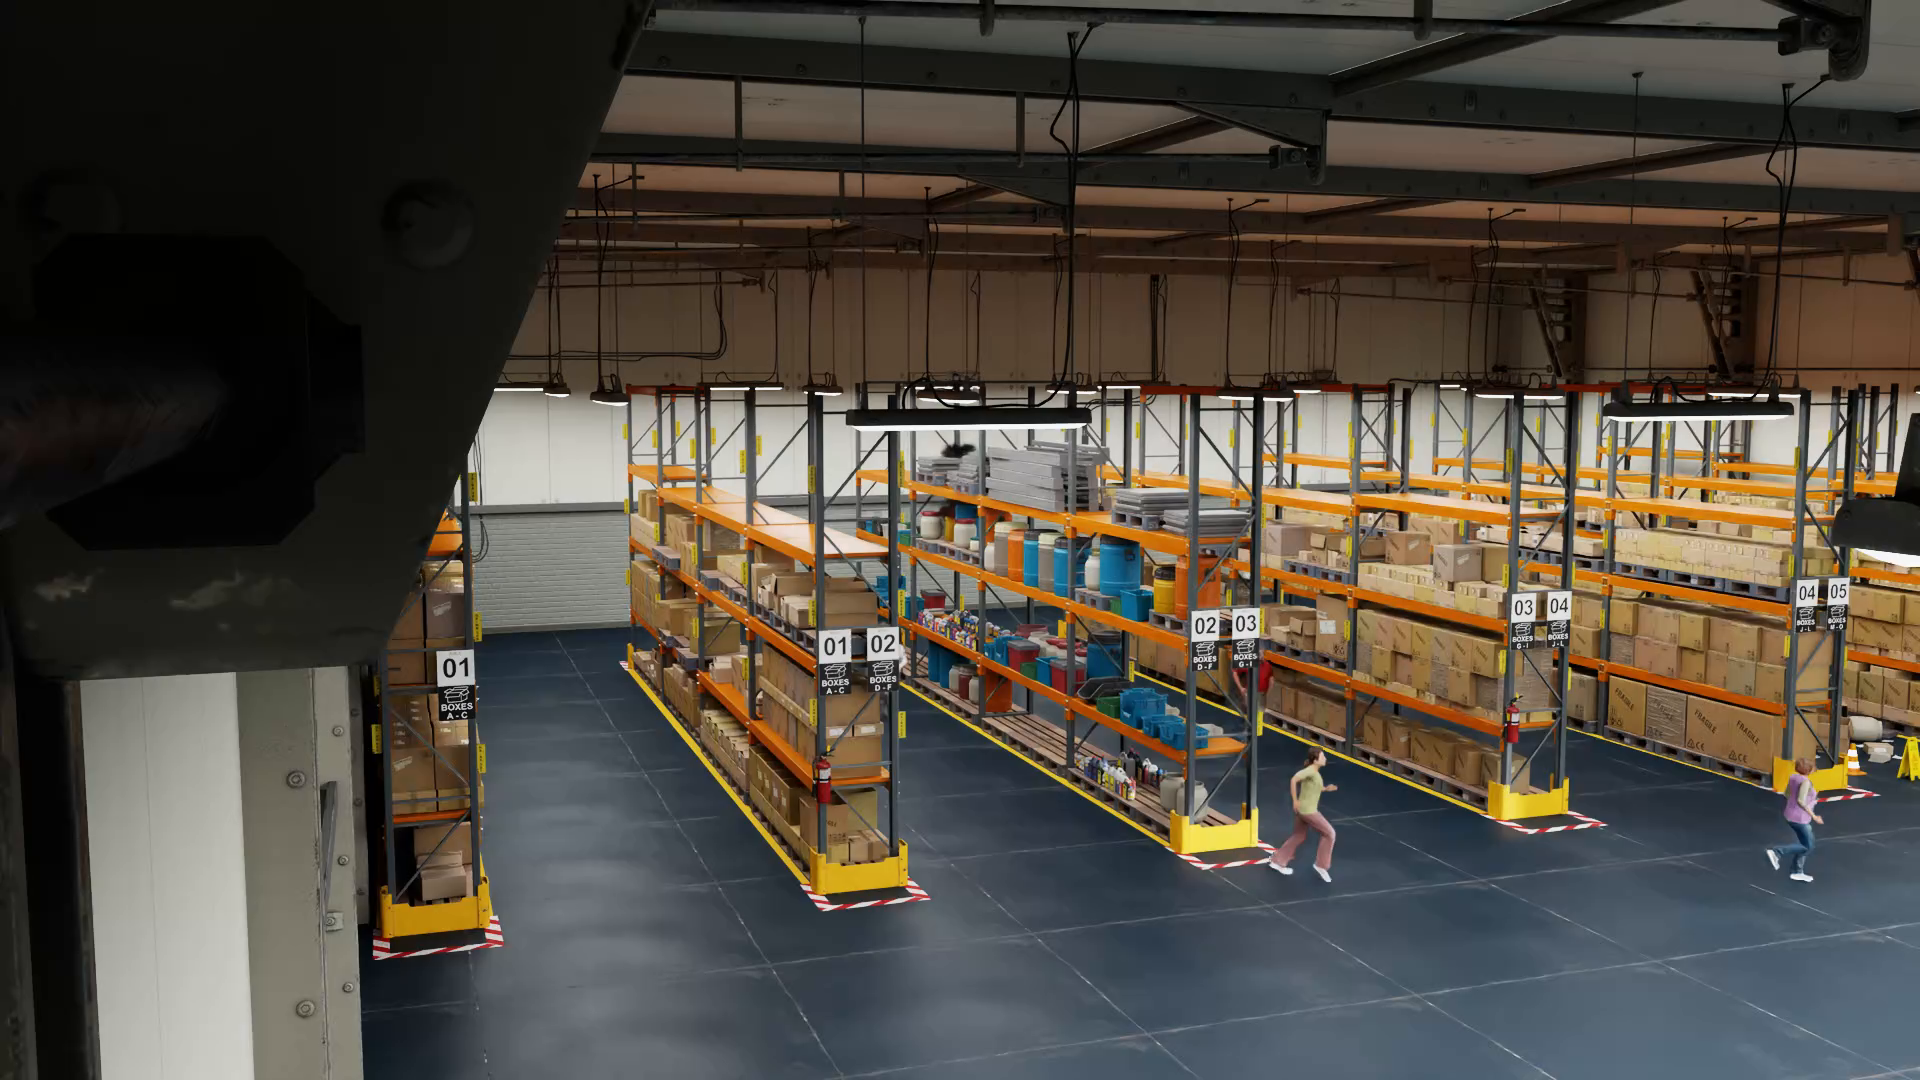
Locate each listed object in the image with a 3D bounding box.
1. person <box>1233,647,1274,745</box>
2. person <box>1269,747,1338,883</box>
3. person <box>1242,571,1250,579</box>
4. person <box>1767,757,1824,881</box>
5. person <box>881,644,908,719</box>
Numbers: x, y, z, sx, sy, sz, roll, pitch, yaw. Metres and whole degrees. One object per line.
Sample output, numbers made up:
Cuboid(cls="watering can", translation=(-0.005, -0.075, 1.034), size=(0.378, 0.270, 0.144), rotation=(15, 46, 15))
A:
Cuboid(cls="person", translation=(4.942, 2.626, 27.692), size=(0.655, 1.692, 0.698), rotation=(-3, 6, -24))
Cuboid(cls="person", translation=(4.245, 3.393, 20.538), size=(0.816, 1.686, 0.599), rotation=(1, 6, 12))
Cuboid(cls="person", translation=(7.221, 1.251, 41.126), size=(0.740, 1.845, 0.700), rotation=(-3, 6, -23))
Cuboid(cls="person", translation=(10.285, 3.448, 20.560), size=(0.598, 1.554, 0.522), rotation=(1, 6, 7))
Cuboid(cls="person", translation=(-1.227, 2.412, 29.923), size=(0.607, 1.651, 0.546), rotation=(-2, 6, -16))
